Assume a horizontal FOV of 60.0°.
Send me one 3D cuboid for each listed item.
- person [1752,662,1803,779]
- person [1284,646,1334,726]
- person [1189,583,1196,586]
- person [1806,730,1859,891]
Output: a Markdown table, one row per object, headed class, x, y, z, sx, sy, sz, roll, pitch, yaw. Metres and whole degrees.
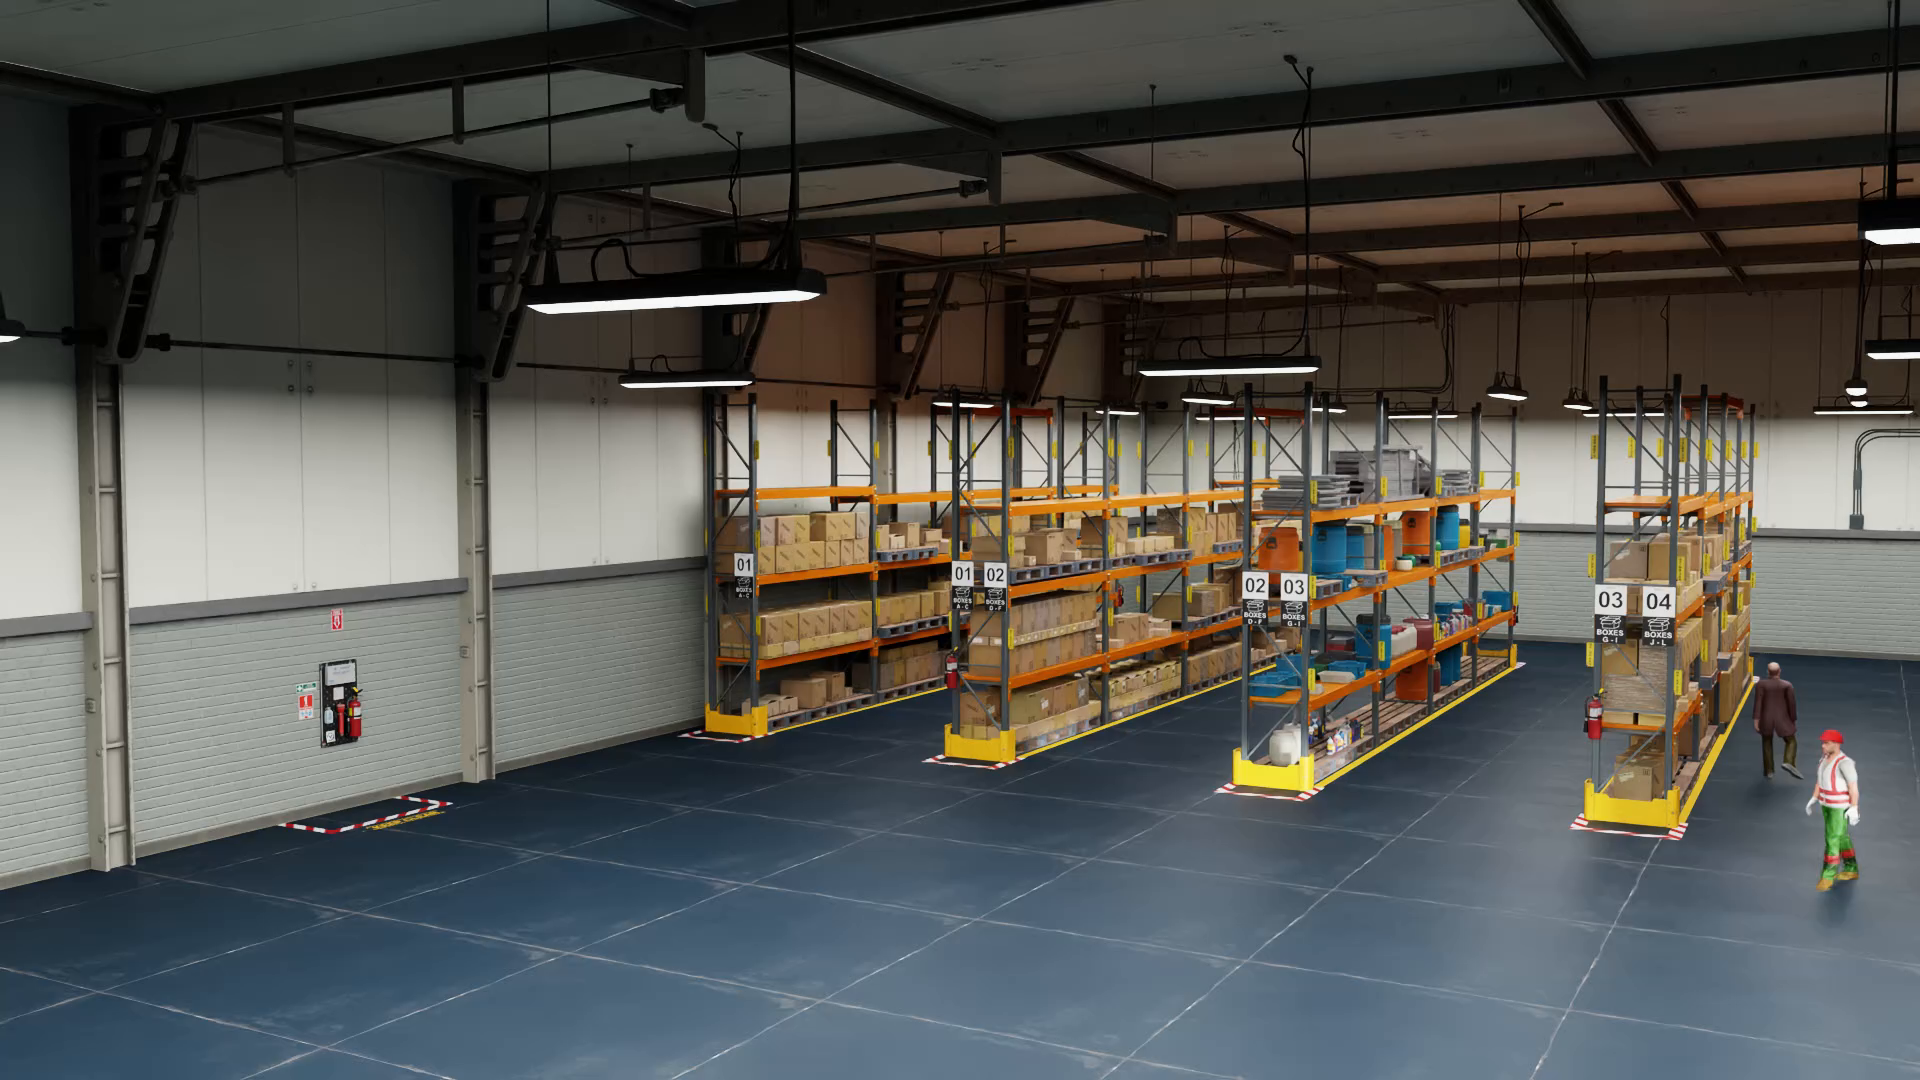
| class | x | y | z | sx | sy | sz | roll | pitch | yaw |
| --- | --- | --- | --- | --- | --- | --- | --- | --- | --- |
| person | 12.459 | 2.753 | 25.317 | 0.725 | 1.773 | 0.641 | 2 | 4 | 29 |
| person | 6.163 | 2.631 | 29.493 | 0.930 | 1.530 | 0.432 | 2 | 4 | 33 |
| person | 5.962 | 1.907 | 41.920 | 0.738 | 1.665 | 0.690 | 3 | 4 | 39 |
| person | 10.069 | 3.090 | 19.149 | 0.759 | 1.809 | 0.577 | 0 | 3 | -8 |
